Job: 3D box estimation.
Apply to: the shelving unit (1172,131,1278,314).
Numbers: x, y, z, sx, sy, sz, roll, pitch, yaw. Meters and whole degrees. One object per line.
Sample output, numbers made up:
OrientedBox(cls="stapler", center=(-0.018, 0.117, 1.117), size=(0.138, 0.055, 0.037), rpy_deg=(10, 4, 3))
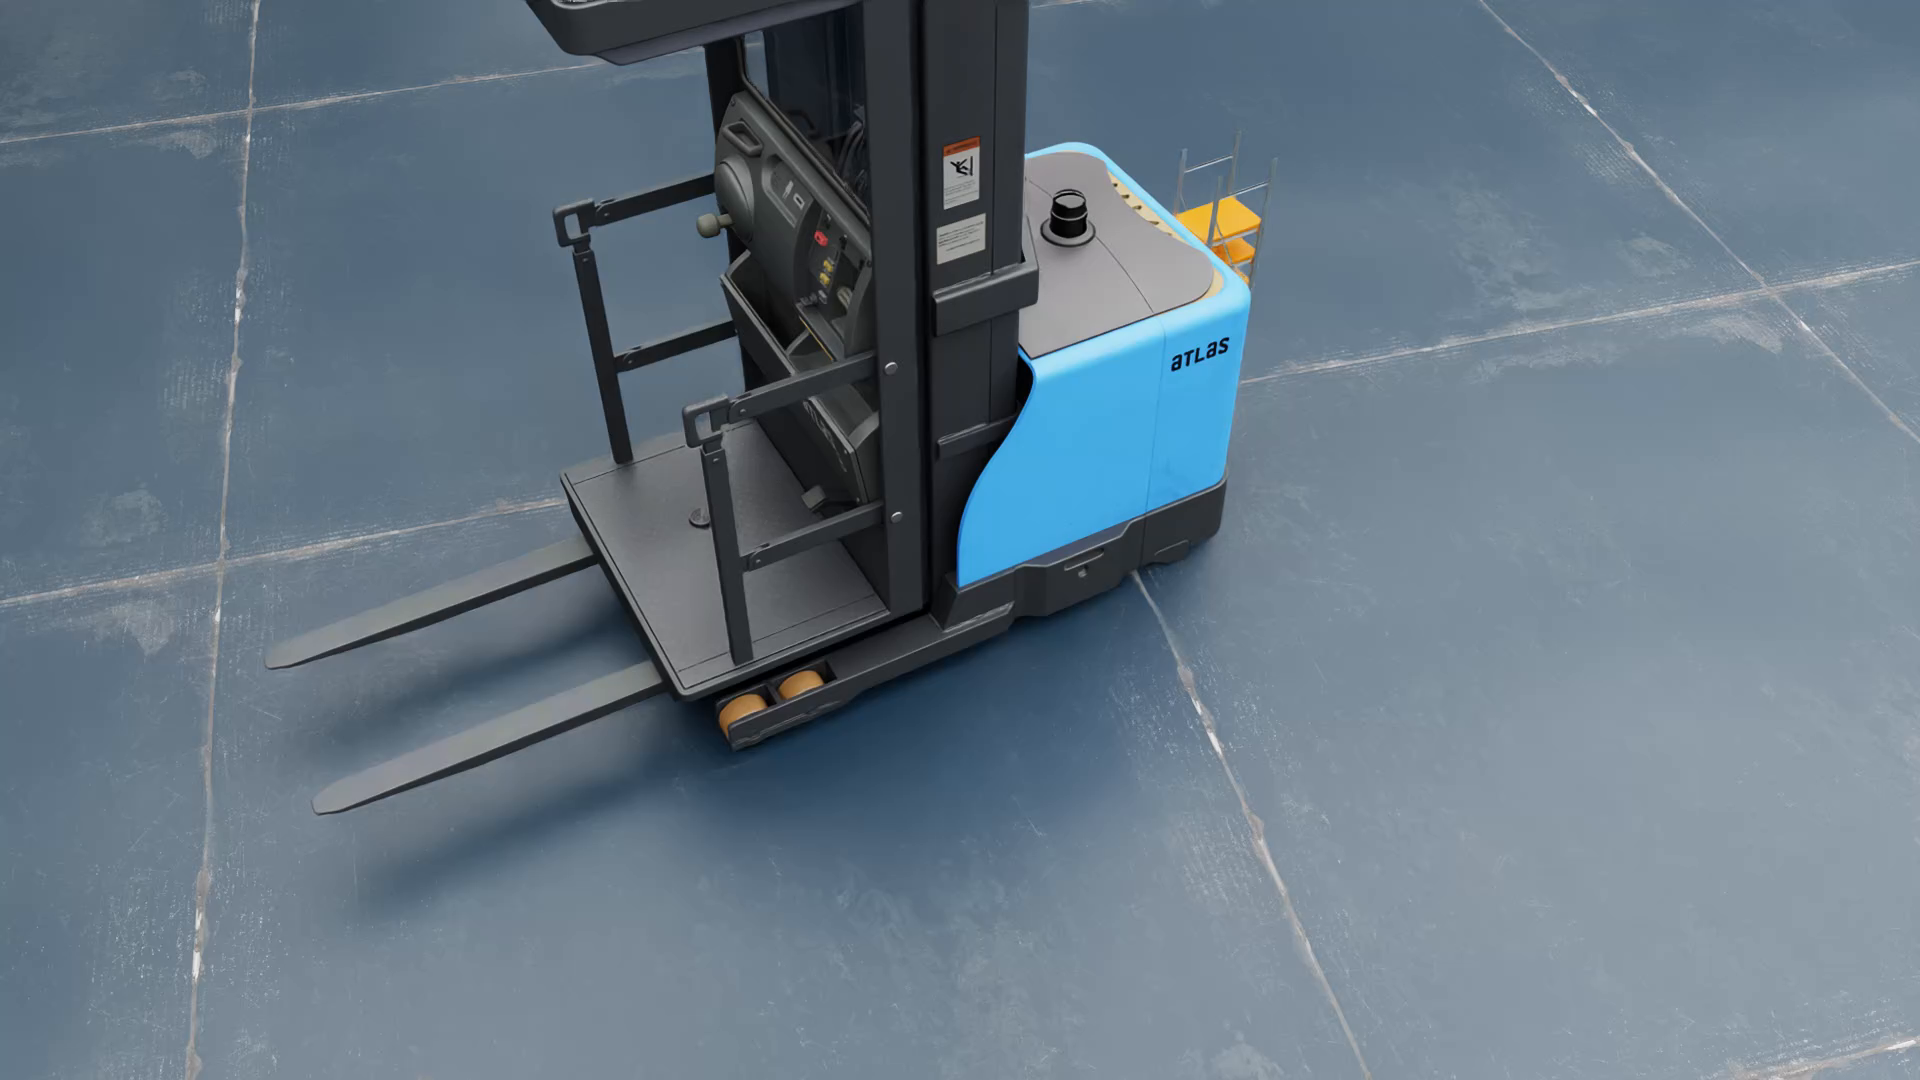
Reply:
OrientedBox(cls="shelving unit", center=(0.834, -0.793, 5.680), size=(0.258, 1.200, 0.189), rpy_deg=(-23, 50, -23))

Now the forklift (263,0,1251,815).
OrientedBox(cls="forklift", center=(-0.646, -0.824, 4.506), size=(3.031, 2.935, 1.130), rpy_deg=(-21, 49, -20))

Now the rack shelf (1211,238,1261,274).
OrientedBox(cls="rack shelf", center=(0.840, -0.932, 5.543), size=(0.258, 0.103, 0.180), rpy_deg=(-23, 50, -23))

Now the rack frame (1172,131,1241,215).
OrientedBox(cls="rack frame", center=(0.786, -0.848, 5.734), size=(0.240, 1.200, 0.006), rpy_deg=(-23, 50, -23))

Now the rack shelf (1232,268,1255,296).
OrientedBox(cls="rack shelf", center=(0.837, -0.847, 5.627), size=(0.258, 0.103, 0.180), rpy_deg=(-23, 50, -23))

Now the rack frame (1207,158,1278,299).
OrientedBox(cls="rack frame", center=(0.883, -0.737, 5.626), size=(0.240, 1.200, 0.006), rpy_deg=(-23, 50, -23))

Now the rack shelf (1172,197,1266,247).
OrientedBox(cls="rack shelf", center=(0.844, -1.018, 5.459), size=(0.258, 0.103, 0.180), rpy_deg=(-23, 50, -23))
